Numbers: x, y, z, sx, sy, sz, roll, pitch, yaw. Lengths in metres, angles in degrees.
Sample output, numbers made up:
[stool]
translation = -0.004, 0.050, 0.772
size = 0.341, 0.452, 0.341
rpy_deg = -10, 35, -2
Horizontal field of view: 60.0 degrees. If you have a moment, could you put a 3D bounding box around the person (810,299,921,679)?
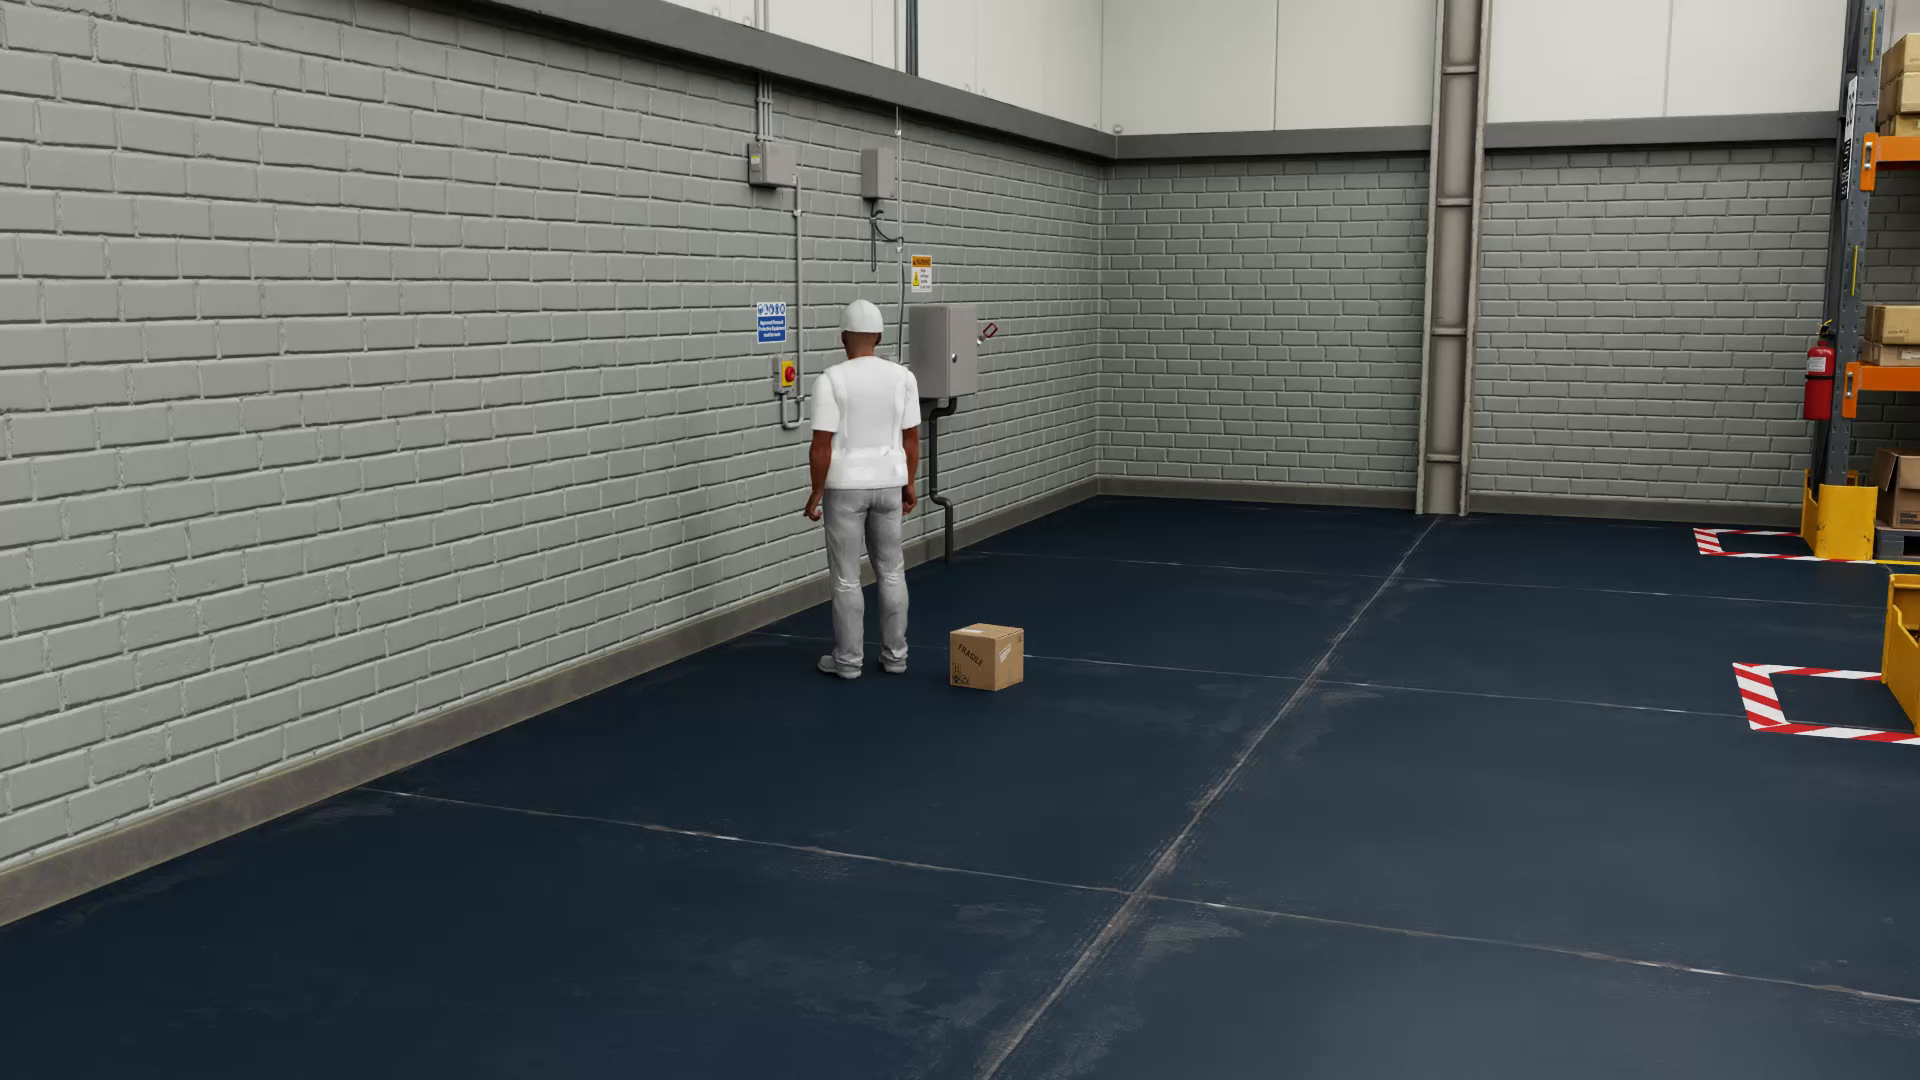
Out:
[person]
translation = -0.469, -0.239, 7.835
size = 0.545, 1.770, 0.386
rpy_deg = -4, 10, -25
